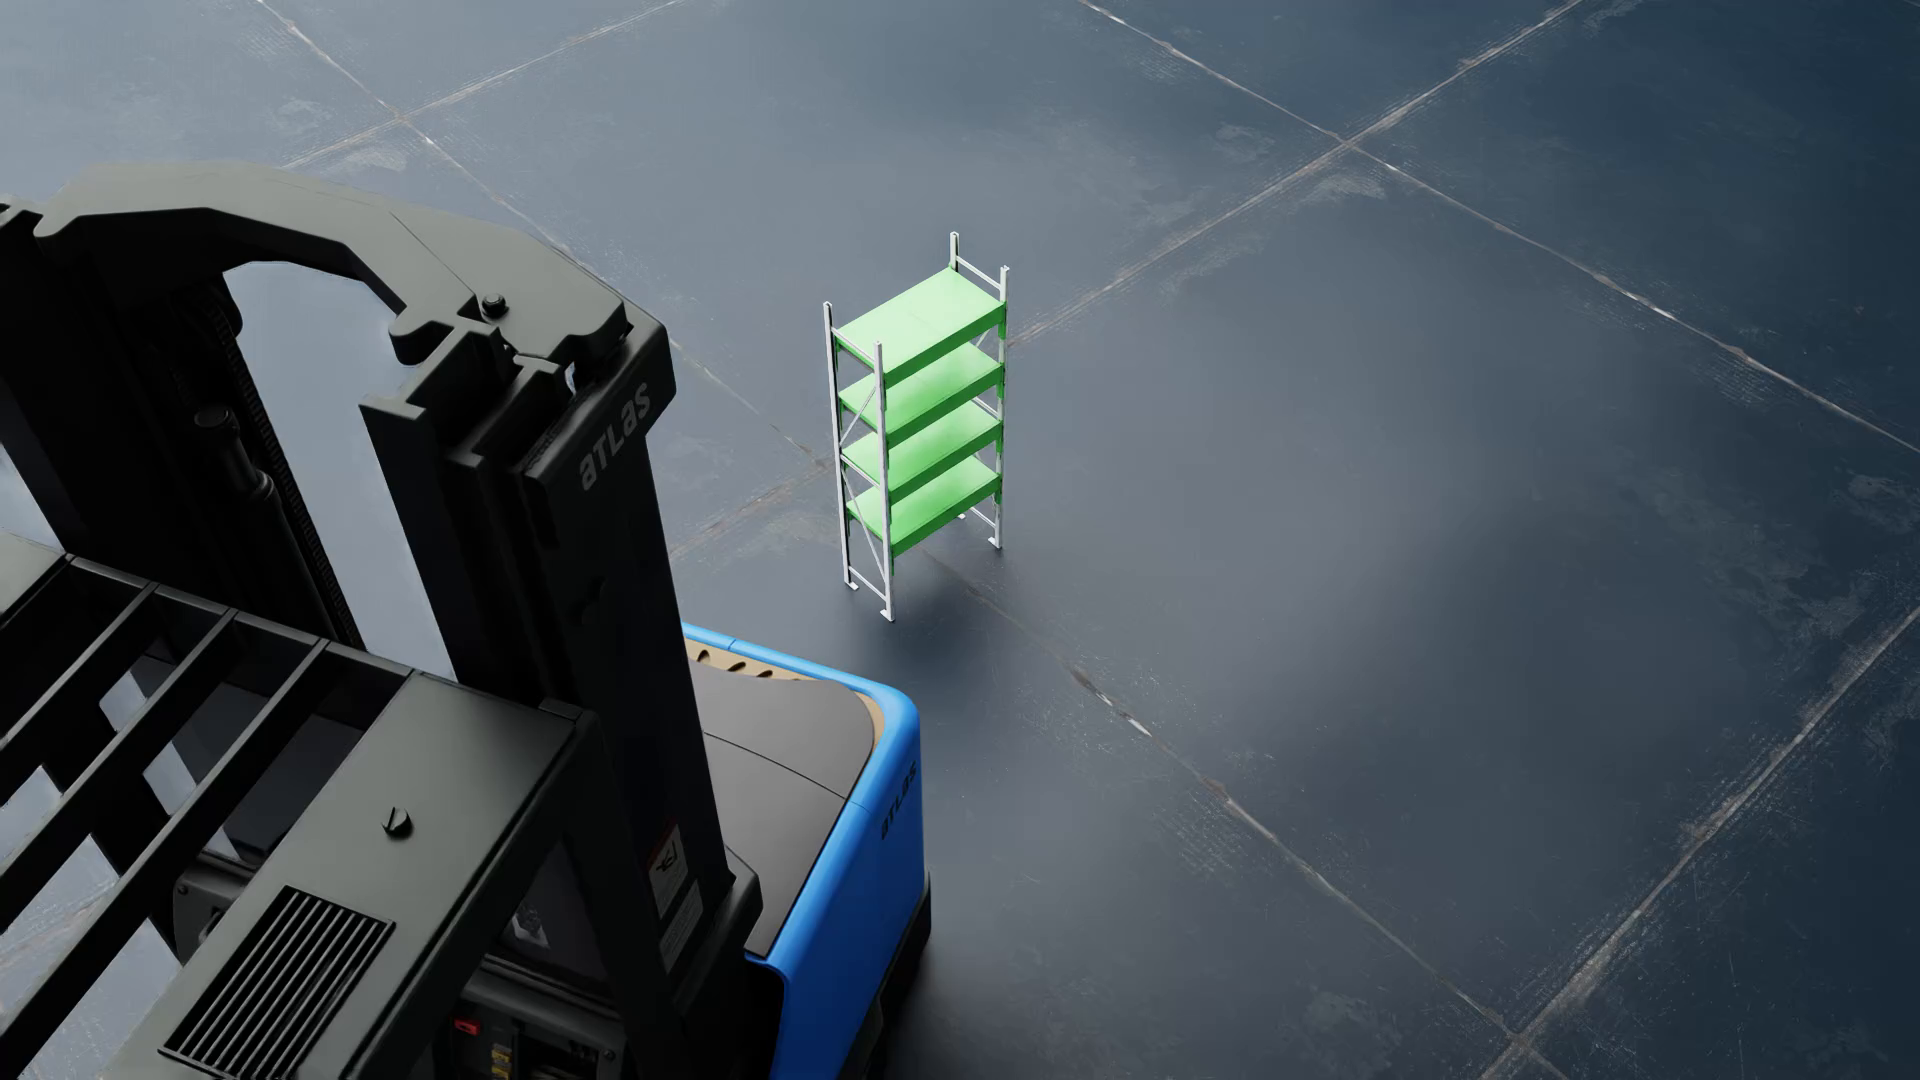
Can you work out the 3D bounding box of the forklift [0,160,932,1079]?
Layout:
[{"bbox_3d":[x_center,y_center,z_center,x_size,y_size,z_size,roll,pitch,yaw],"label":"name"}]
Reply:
[{"bbox_3d":[-1.085,0.987,2.845,1.130,2.935,3.031,16,49,14],"label":"forklift"}]

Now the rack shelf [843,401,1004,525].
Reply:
[{"bbox_3d":[-0.122,-0.282,5.280,0.480,0.148,0.258,-34,56,-27],"label":"rack shelf"}]

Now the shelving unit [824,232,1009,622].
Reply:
[{"bbox_3d":[-0.122,-0.325,5.234,0.503,1.200,0.258,-34,56,-27],"label":"shelving unit"}]

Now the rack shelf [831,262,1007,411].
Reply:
[{"bbox_3d":[-0.122,-0.607,4.928,0.480,0.148,0.258,-34,56,-27],"label":"rack shelf"}]

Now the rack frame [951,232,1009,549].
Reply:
[{"bbox_3d":[0.058,-0.446,5.345,0.015,1.200,0.240,-34,56,-27],"label":"rack frame"}]

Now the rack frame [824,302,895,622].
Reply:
[{"bbox_3d":[-0.303,-0.204,5.122,0.015,1.200,0.240,-34,56,-27],"label":"rack frame"}]

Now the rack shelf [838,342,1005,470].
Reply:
[{"bbox_3d":[-0.122,-0.444,5.104,0.480,0.148,0.258,-34,56,-27],"label":"rack shelf"}]

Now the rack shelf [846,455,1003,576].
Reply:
[{"bbox_3d":[-0.122,-0.119,5.457,0.480,0.148,0.258,-34,56,-27],"label":"rack shelf"}]
